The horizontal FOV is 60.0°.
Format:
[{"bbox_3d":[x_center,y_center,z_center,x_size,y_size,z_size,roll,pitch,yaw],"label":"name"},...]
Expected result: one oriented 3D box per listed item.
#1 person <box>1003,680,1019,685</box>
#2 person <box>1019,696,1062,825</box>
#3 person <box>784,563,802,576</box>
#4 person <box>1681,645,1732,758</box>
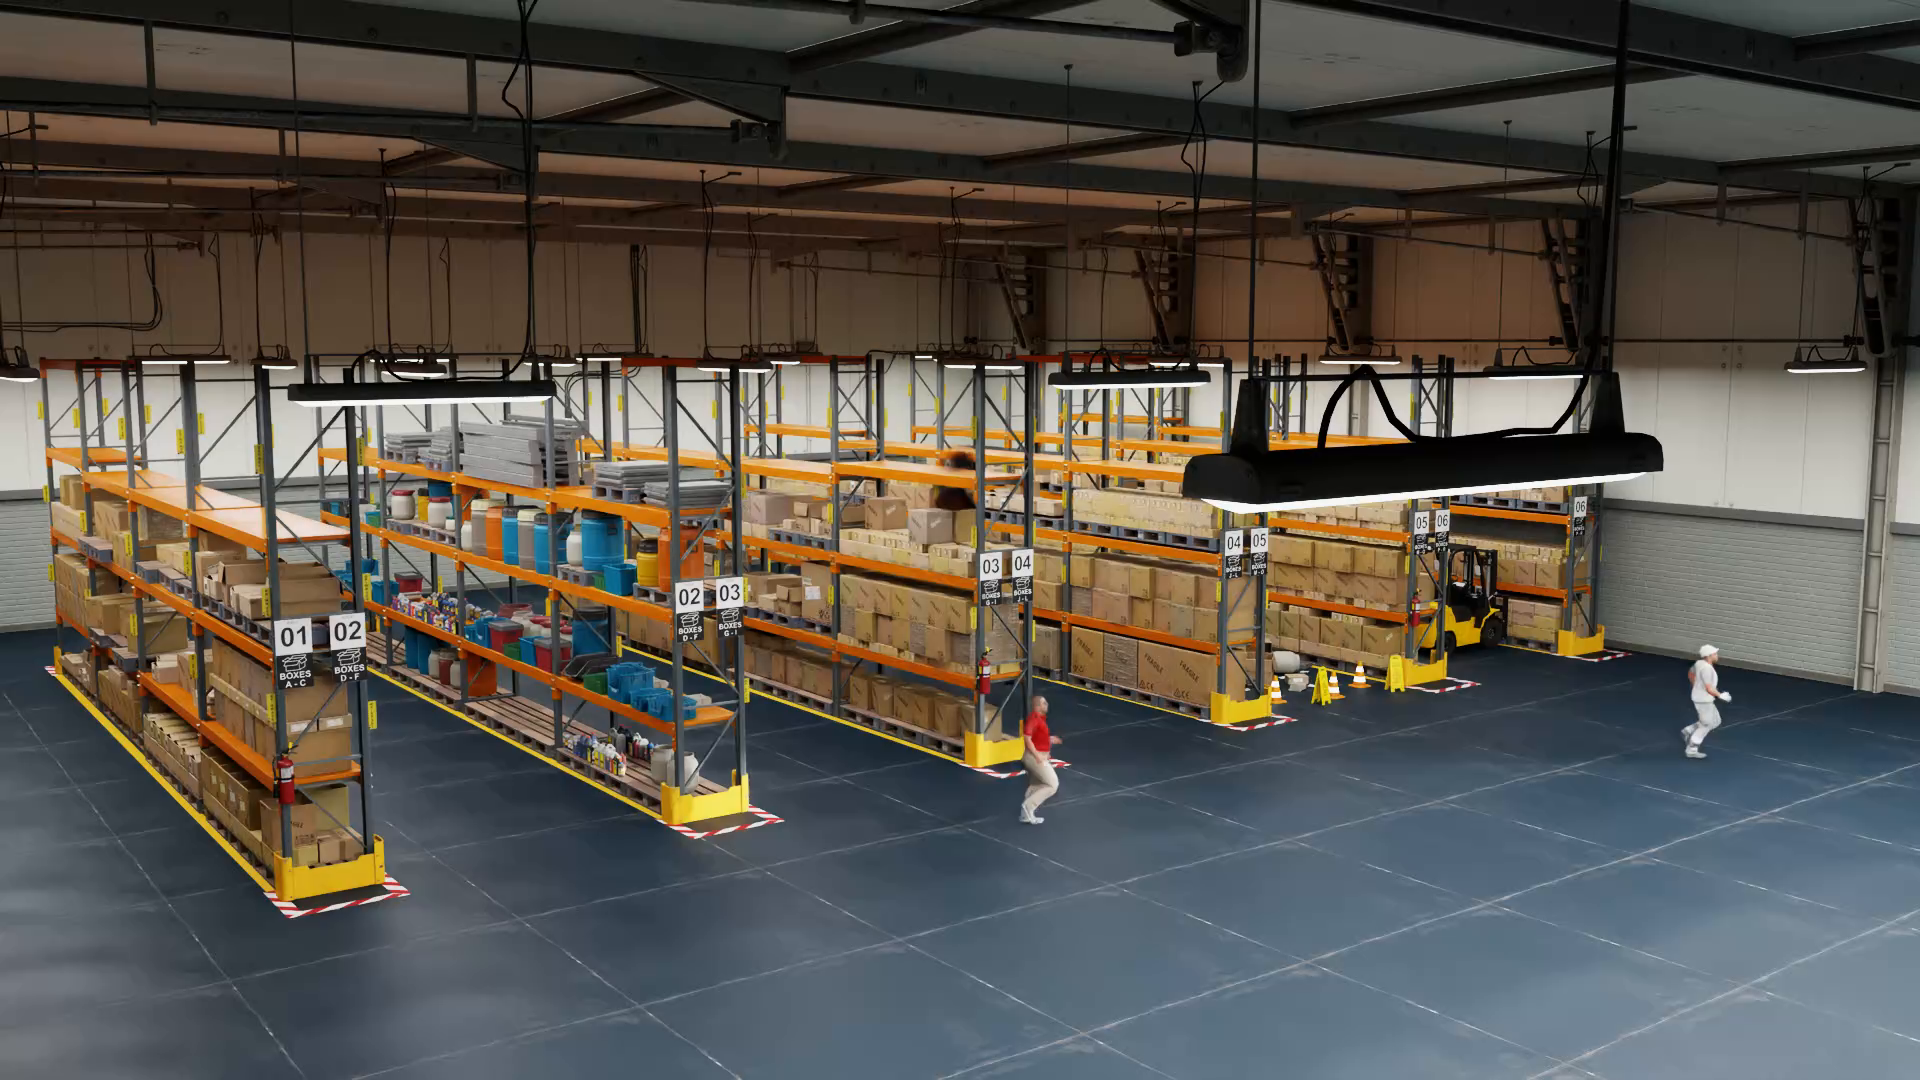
[{"bbox_3d":[0.686,1.708,29.263,0.905,1.677,0.677,6,9,42],"label":"person"},{"bbox_3d":[1.075,2.874,21.824,0.590,1.691,0.643,-1,7,-9],"label":"person"},{"bbox_3d":[-4.187,0.537,41.799,0.704,1.610,0.608,2,7,19],"label":"person"},{"bbox_3d":[11.328,2.443,25.235,0.656,1.742,0.699,2,7,15],"label":"person"}]
